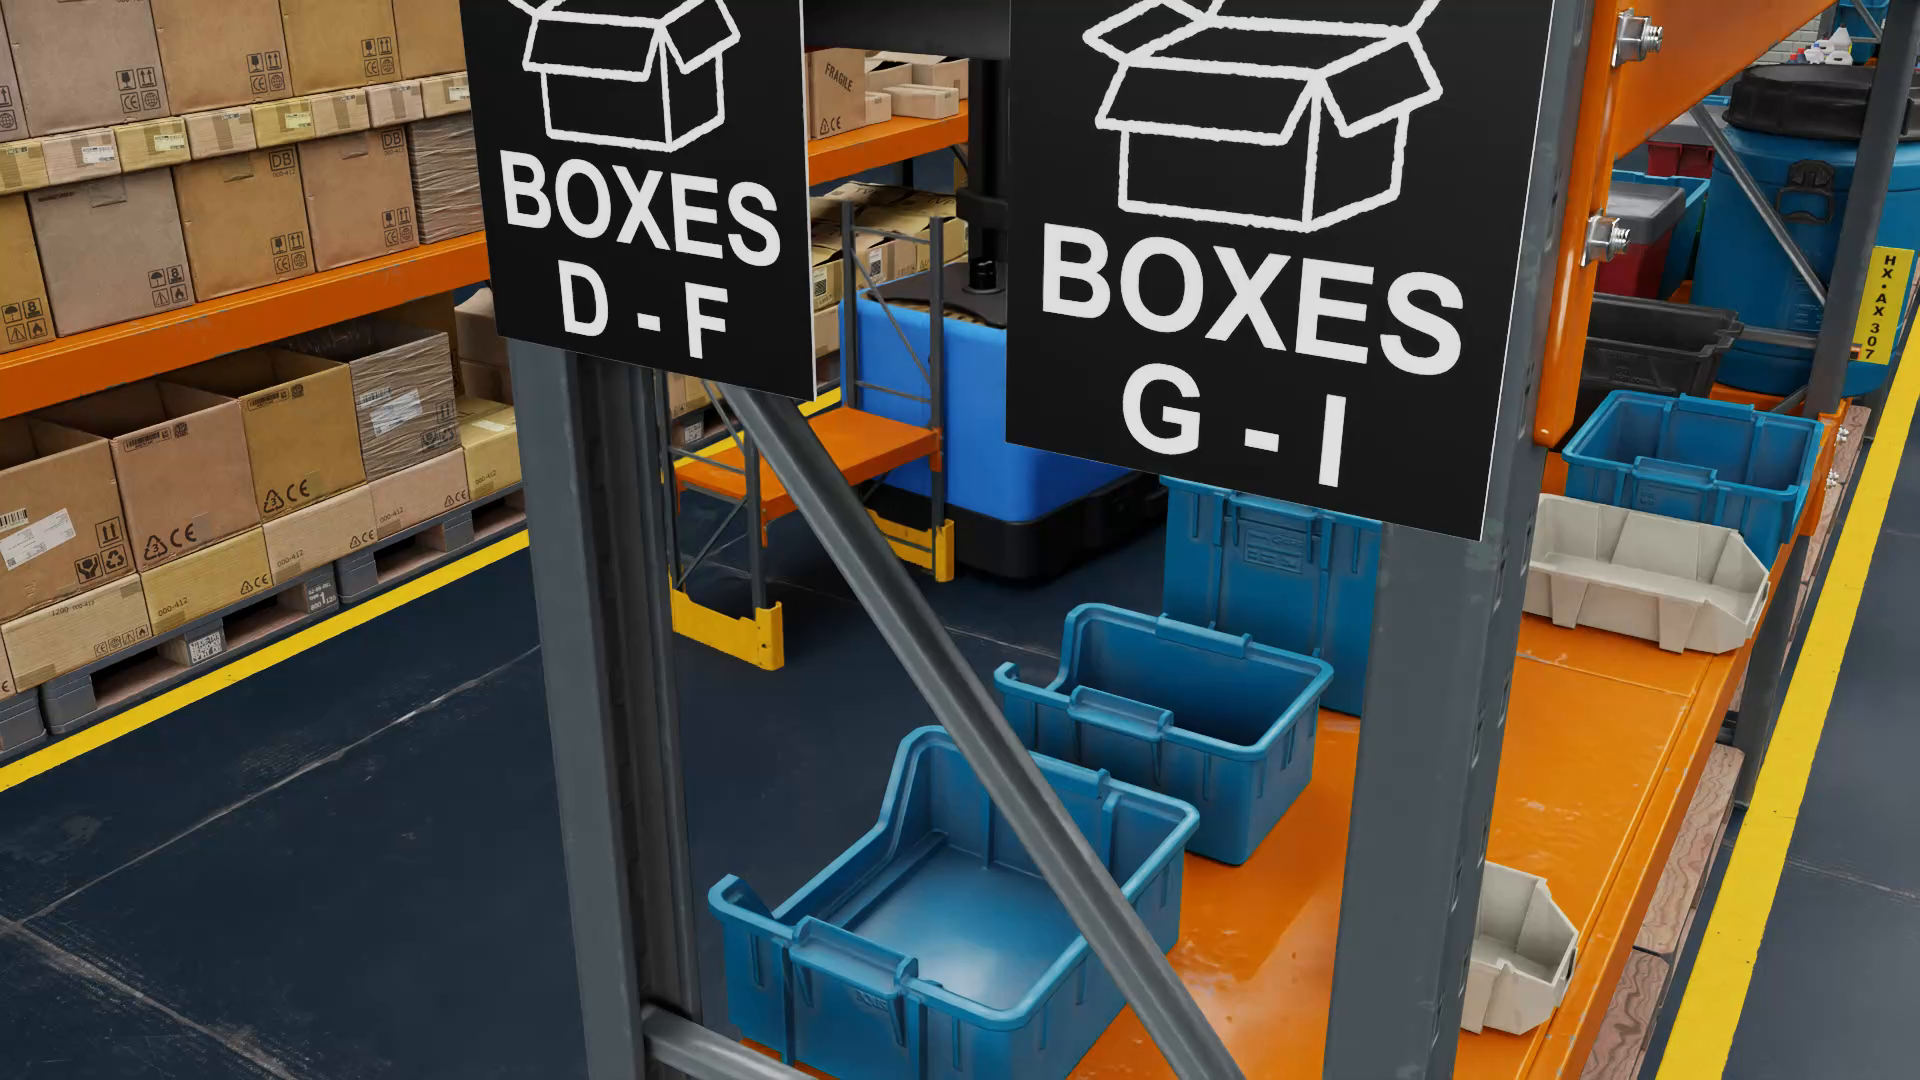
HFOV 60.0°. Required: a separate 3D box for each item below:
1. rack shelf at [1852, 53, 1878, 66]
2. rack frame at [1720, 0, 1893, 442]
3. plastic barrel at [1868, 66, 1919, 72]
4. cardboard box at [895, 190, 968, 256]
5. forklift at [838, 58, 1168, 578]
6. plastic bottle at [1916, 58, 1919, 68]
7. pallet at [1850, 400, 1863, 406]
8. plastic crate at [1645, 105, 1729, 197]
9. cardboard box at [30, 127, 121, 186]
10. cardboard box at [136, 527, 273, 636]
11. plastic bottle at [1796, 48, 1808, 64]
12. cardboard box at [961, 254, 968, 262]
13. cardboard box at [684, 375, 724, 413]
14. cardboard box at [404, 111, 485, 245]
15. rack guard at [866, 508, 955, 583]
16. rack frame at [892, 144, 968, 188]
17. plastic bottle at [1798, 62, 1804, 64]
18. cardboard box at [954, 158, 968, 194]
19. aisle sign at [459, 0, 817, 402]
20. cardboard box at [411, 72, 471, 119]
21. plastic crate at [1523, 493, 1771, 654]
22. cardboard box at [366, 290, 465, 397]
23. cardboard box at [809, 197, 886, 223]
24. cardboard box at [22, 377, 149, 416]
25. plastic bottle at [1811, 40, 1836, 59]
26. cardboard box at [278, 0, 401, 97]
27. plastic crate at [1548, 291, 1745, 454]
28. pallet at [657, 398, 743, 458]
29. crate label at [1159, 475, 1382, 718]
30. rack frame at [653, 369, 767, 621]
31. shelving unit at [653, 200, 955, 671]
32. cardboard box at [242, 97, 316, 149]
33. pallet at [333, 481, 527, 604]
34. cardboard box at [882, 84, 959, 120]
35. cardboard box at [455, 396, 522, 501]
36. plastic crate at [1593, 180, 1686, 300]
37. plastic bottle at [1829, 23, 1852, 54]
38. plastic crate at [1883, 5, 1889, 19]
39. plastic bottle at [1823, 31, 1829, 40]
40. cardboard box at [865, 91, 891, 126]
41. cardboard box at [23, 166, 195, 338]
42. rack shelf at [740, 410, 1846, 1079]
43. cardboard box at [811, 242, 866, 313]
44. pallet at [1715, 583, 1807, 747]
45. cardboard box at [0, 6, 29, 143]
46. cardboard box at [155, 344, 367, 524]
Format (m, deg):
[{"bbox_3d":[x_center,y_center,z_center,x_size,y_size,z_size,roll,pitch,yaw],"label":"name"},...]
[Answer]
[{"bbox_3d":[7.380,-3.689,12.902,1.077,0.370,4.000,14,27,29],"label":"rack shelf"},{"bbox_3d":[4.215,-1.994,8.082,1.000,3.000,0.127,14,27,29],"label":"rack frame"},{"bbox_3d":[4.227,-1.837,7.546,0.600,0.536,0.708,14,27,29],"label":"plastic barrel"},{"bbox_3d":[-0.059,-1.994,10.306,0.500,0.311,0.500,15,27,30],"label":"cardboard box"},{"bbox_3d":[0.798,-1.705,7.498,1.130,2.935,3.031,18,29,35],"label":"forklift"},{"bbox_3d":[5.746,-2.766,10.025,0.097,0.271,0.097,0,23,0],"label":"plastic bottle"},{"bbox_3d":[4.595,-0.990,9.270,1.003,0.211,1.213,14,27,29],"label":"pallet"},{"bbox_3d":[3.102,-1.543,6.957,0.402,0.464,0.583,14,27,29],"label":"plastic crate"},{"bbox_3d":[-3.010,-1.283,5.496,0.380,0.149,0.250,14,27,29],"label":"cardboard box"},{"bbox_3d":[-2.947,0.095,6.187,0.500,0.250,0.500,14,27,29],"label":"cardboard box"},{"bbox_3d":[4.956,-2.736,9.856,0.144,0.351,0.185,14,27,29],"label":"plastic bottle"},{"bbox_3d":[-0.062,-1.736,10.417,0.500,0.250,0.500,15,27,30],"label":"cardboard box"},{"bbox_3d":[-1.407,-0.871,8.419,0.500,0.250,0.500,15,27,30],"label":"cardboard box"},{"bbox_3d":[-2.330,-1.579,6.995,0.700,0.500,0.500,13,27,28],"label":"cardboard box"},{"bbox_3d":[-0.268,-0.020,6.982,0.587,0.250,0.087,18,29,35],"label":"rack guard"},{"bbox_3d":[0.008,-3.034,10.482,1.000,3.000,0.127,14,27,29],"label":"rack frame"},{"bbox_3d":[4.888,-2.647,9.736,0.061,0.283,0.133,14,27,29],"label":"plastic bottle"},{"bbox_3d":[0.302,-2.453,11.734,0.500,0.500,0.500,15,28,31],"label":"cardboard box"},{"bbox_3d":[-0.296,-0.525,1.416,0.394,0.787,0.004,14,27,29],"label":"aisle sign"},{"bbox_3d":[-2.195,-1.808,6.707,0.380,0.149,0.250,13,27,28],"label":"cardboard box"},{"bbox_3d":[1.463,0.078,3.627,0.530,0.136,0.437,14,27,29],"label":"plastic crate"},{"bbox_3d":[-2.612,-0.868,7.468,0.500,0.500,0.500,14,27,29],"label":"cardboard box"},{"bbox_3d":[-0.787,-1.928,10.154,0.500,0.311,0.500,13,27,28],"label":"cardboard box"},{"bbox_3d":[-3.402,-0.361,6.297,0.500,0.500,0.500,14,27,29],"label":"cardboard box"},{"bbox_3d":[5.564,-3.088,10.763,0.152,0.276,0.135,14,27,29],"label":"plastic bottle"},{"bbox_3d":[-2.596,-2.003,6.342,0.700,0.500,0.500,14,27,29],"label":"cardboard box"},{"bbox_3d":[1.720,-0.466,4.629,0.767,0.338,0.504,14,27,29],"label":"plastic crate"},{"bbox_3d":[-1.746,-0.661,8.511,1.003,0.211,1.213,14,27,29],"label":"pallet"},{"bbox_3d":[0.736,0.011,3.403,0.502,0.435,0.616,14,27,29],"label":"crate label"},{"bbox_3d":[-0.909,-0.281,6.011,0.500,1.500,0.032,18,29,35],"label":"rack frame"},{"bbox_3d":[-0.582,-0.440,6.380,0.587,1.500,1.083,18,29,35],"label":"shelving unit"},{"bbox_3d":[-2.601,-1.548,6.107,0.380,0.149,0.250,14,27,29],"label":"cardboard box"},{"bbox_3d":[-2.557,-0.144,7.318,1.003,0.211,1.213,14,27,29],"label":"pallet"},{"bbox_3d":[-0.231,-2.557,9.697,0.380,0.149,0.250,14,27,29],"label":"cardboard box"},{"bbox_3d":[-2.160,-0.412,7.359,0.500,0.250,0.500,14,27,29],"label":"cardboard box"},{"bbox_3d":[2.100,-0.901,5.476,0.402,0.464,0.583,14,27,29],"label":"plastic crate"},{"bbox_3d":[5.842,-3.257,11.061,0.144,0.351,0.185,14,27,29],"label":"plastic bottle"},{"bbox_3d":[7.172,-4.085,13.046,0.416,0.233,0.300,14,27,29],"label":"plastic crate"},{"bbox_3d":[5.769,-3.257,11.144,0.061,0.283,0.133,14,27,29],"label":"plastic bottle"},{"bbox_3d":[-0.616,-2.476,9.511,0.380,0.149,0.250,16,28,33],"label":"cardboard box"},{"bbox_3d":[-3.140,-1.058,5.791,0.700,0.500,0.500,15,27,31],"label":"cardboard box"},{"bbox_3d":[1.050,0.361,3.547,1.077,0.370,4.000,14,27,29],"label":"rack shelf"},{"bbox_3d":[-0.862,-1.478,9.116,0.500,0.311,0.500,15,27,30],"label":"cardboard box"},{"bbox_3d":[2.486,0.362,6.148,1.003,0.211,1.213,14,27,29],"label":"pallet"},{"bbox_3d":[-3.388,-1.497,5.173,0.700,0.500,0.500,14,27,29],"label":"cardboard box"},{"bbox_3d":[-2.695,-0.421,6.434,0.500,0.500,0.500,14,27,29],"label":"cardboard box"}]
